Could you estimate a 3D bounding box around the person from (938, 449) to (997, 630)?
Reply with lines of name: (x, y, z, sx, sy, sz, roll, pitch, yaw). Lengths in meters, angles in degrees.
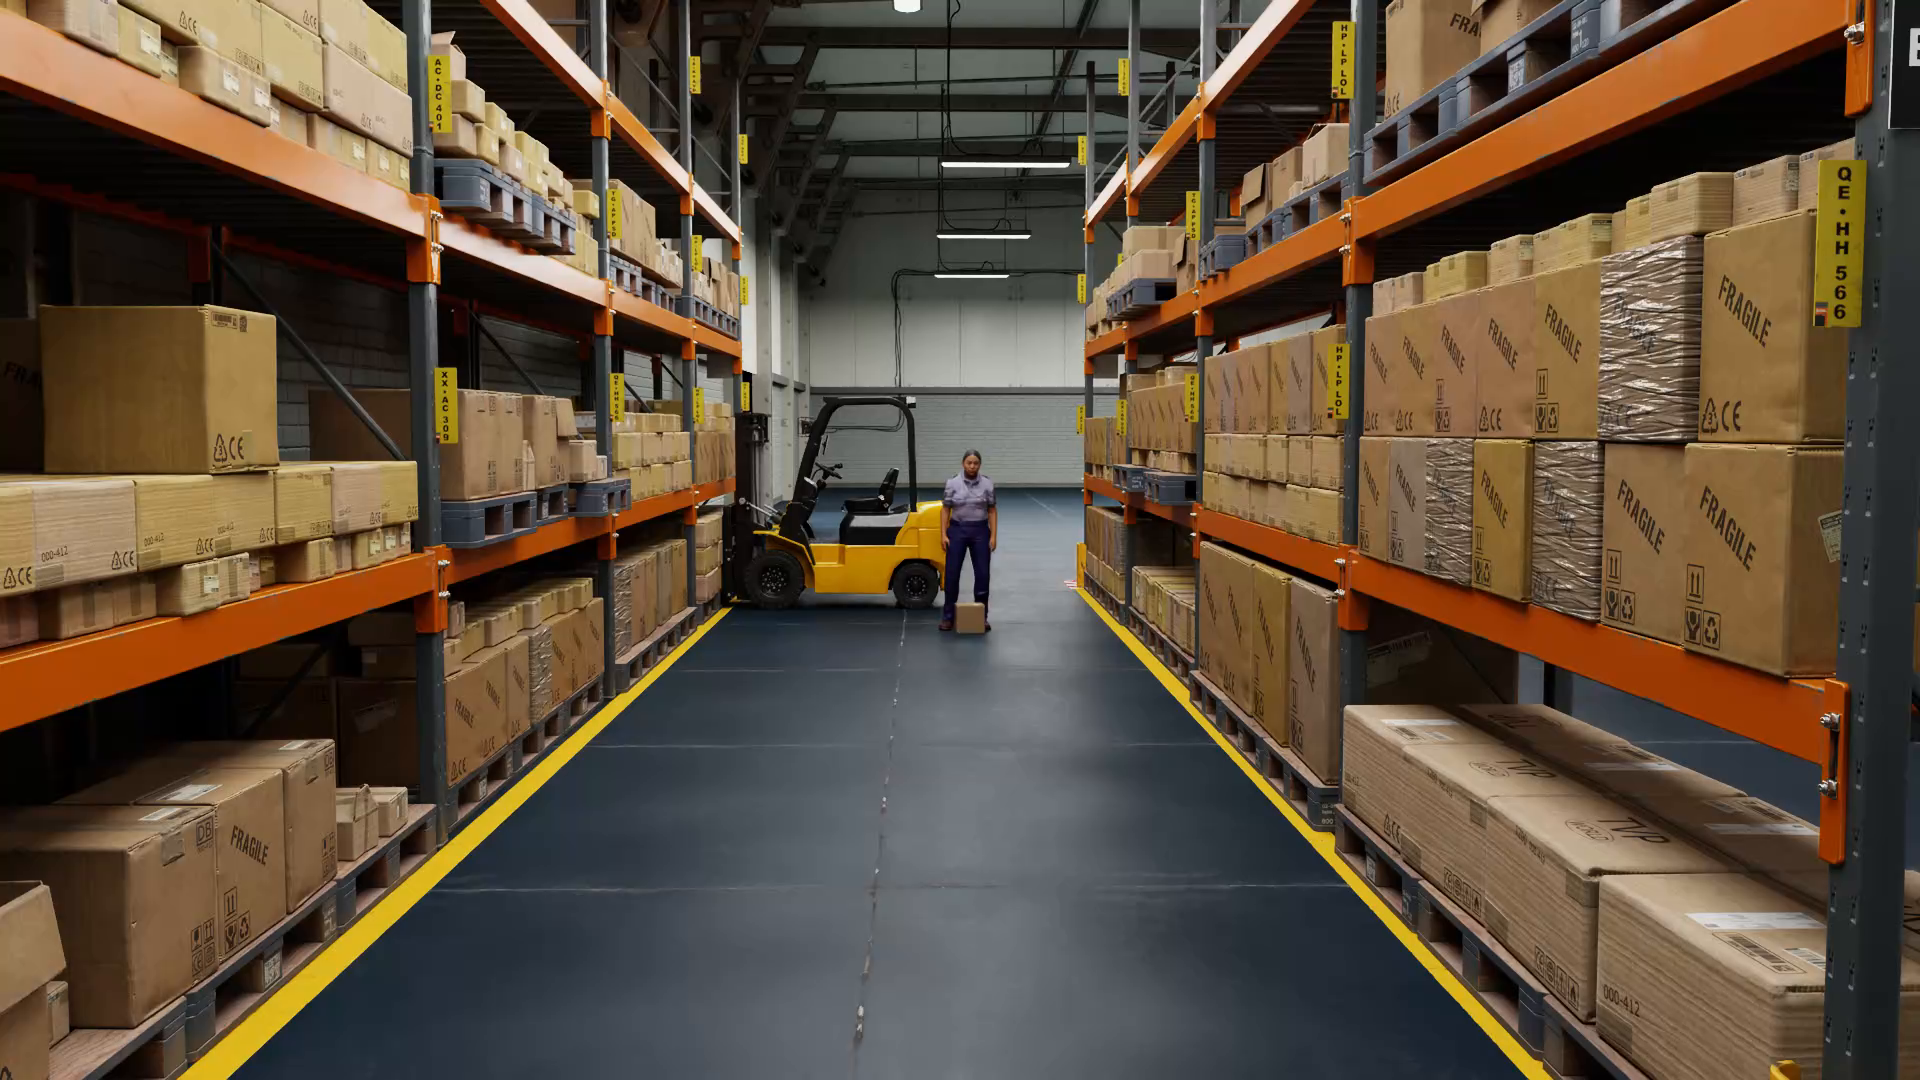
person: (0.070, -0.010, 15.211, 0.549, 1.650, 0.370, 0, 4, -4)
